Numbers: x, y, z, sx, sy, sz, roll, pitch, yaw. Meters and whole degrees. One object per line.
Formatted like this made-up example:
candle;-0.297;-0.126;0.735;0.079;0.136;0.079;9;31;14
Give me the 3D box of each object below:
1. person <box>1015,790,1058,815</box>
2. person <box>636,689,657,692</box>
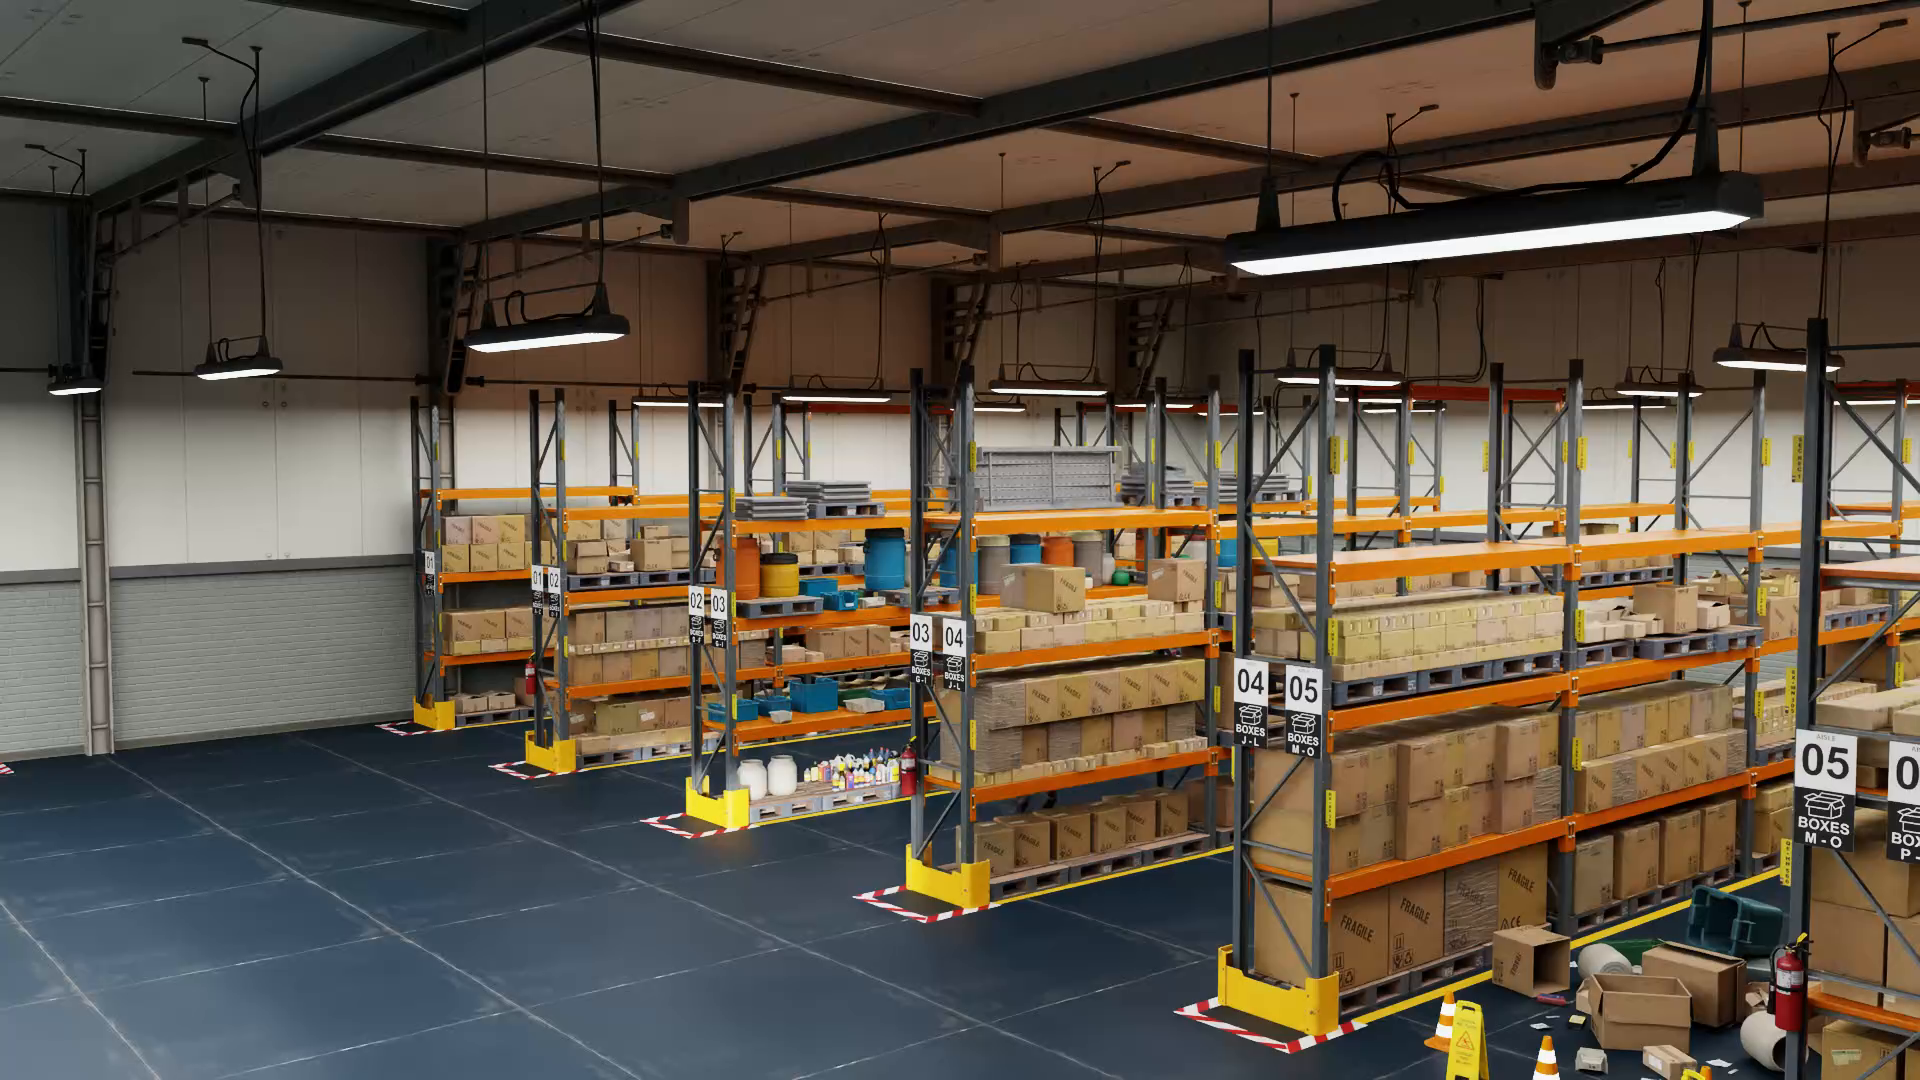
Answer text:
person;1.045;2.970;22.993;0.650;1.719;0.944;2;4;36
person;-5.635;2.599;29.975;0.507;1.624;0.688;2;4;30
